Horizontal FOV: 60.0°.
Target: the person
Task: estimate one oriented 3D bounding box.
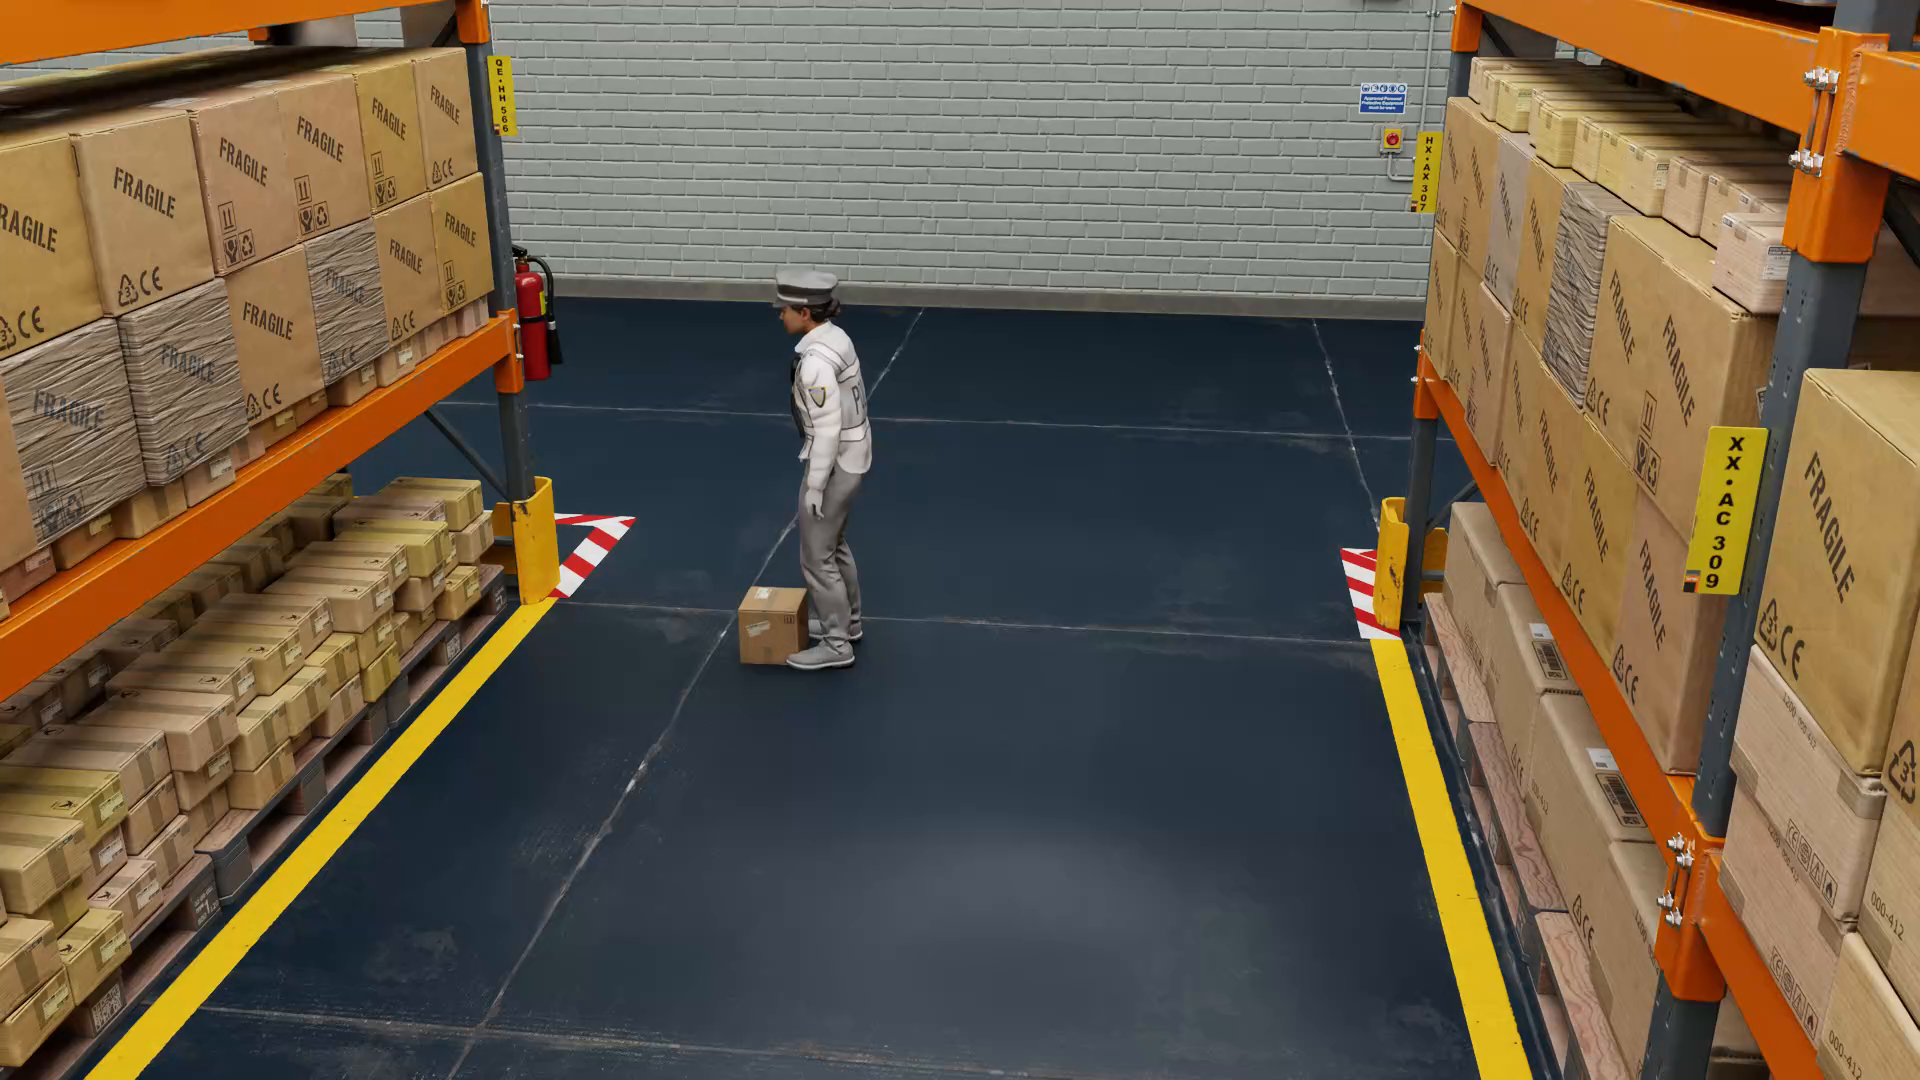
[{"bbox_3d":[-0.550,-0.284,6.808,0.375,1.662,0.532,1,21,4],"label":"person"}]
